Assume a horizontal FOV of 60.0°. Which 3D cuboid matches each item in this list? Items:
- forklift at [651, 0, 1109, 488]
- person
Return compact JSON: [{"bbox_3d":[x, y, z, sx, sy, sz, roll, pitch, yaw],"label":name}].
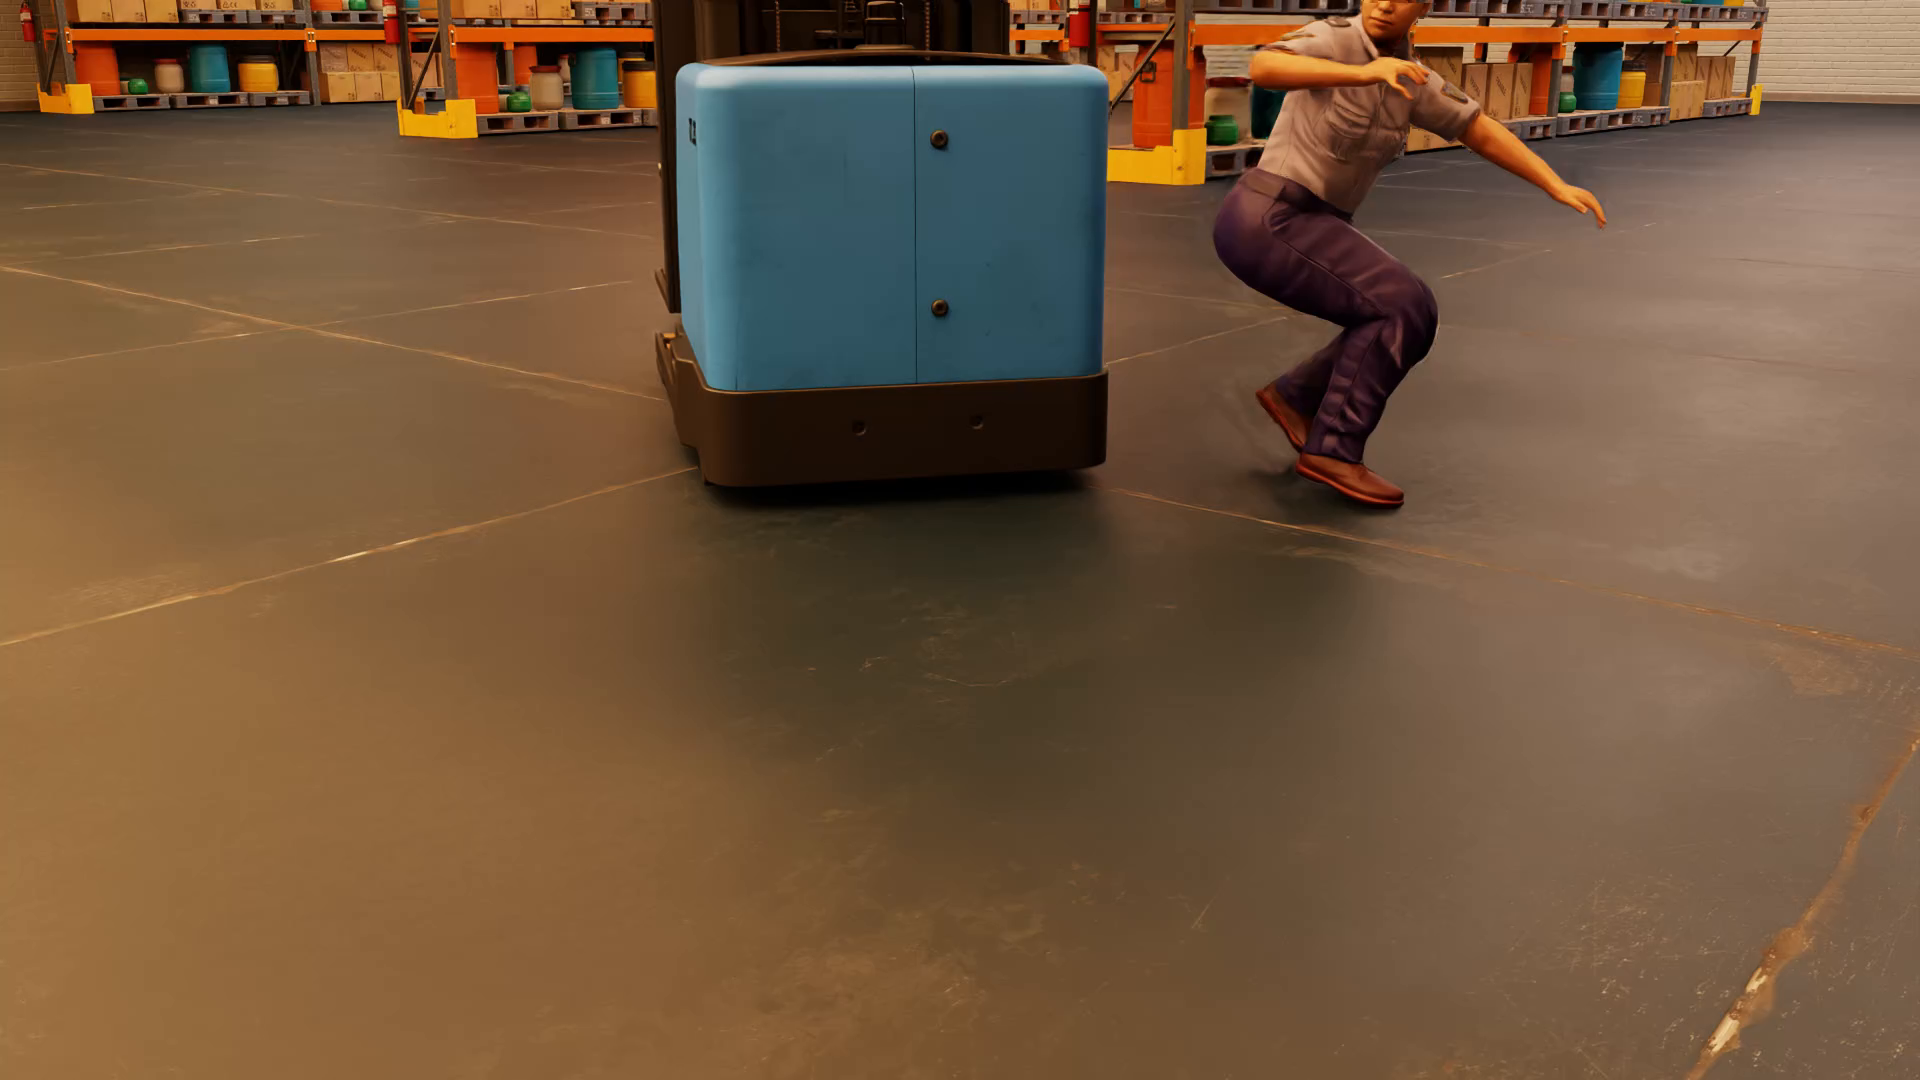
[{"bbox_3d":[-0.442,-1.919,5.218,1.130,2.935,3.031,-4,17,-12],"label":"forklift"},{"bbox_3d":[1.098,-0.791,4.209,0.922,1.386,0.730,10,20,31],"label":"person"}]
